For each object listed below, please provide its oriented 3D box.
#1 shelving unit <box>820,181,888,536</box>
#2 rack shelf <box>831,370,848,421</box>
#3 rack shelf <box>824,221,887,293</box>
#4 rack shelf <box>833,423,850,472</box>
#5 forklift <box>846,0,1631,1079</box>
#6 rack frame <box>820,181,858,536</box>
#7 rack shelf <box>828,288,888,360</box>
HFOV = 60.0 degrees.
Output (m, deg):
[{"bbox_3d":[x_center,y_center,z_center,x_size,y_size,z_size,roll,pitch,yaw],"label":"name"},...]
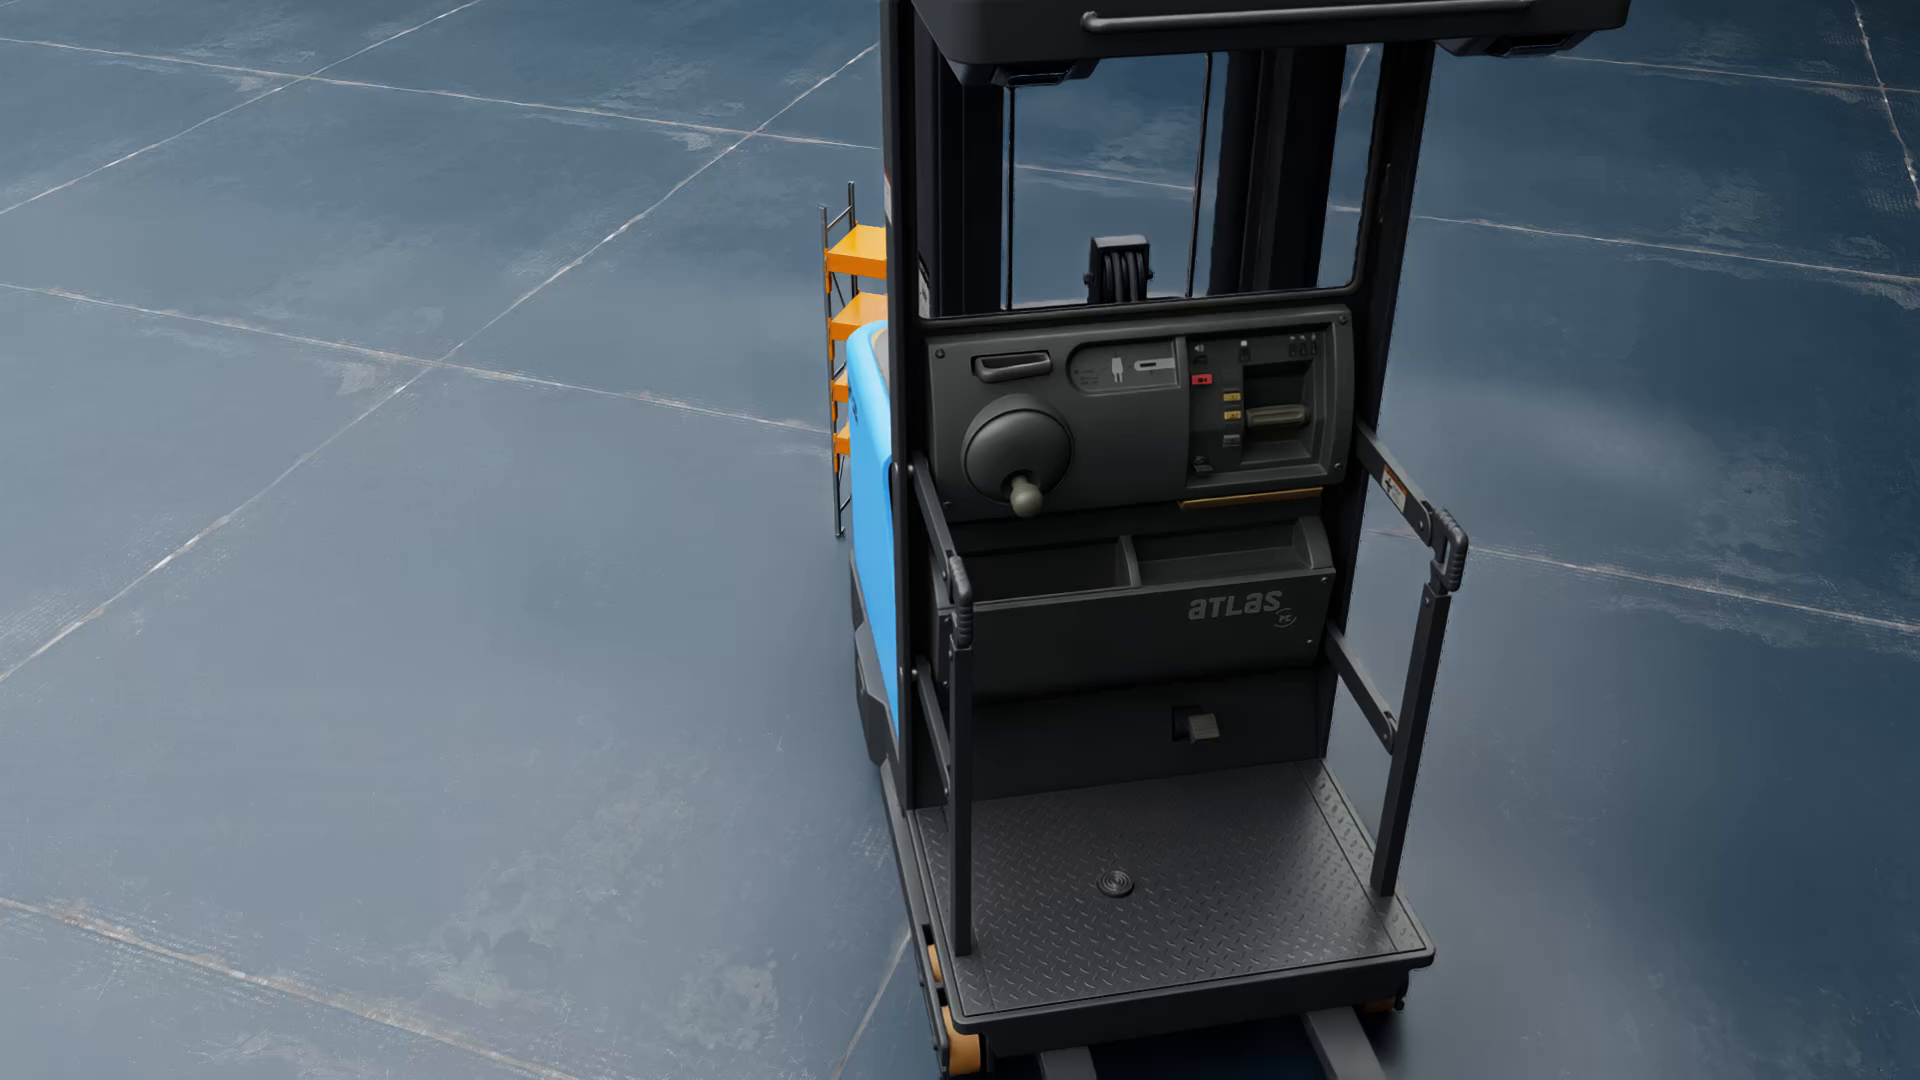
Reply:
[{"bbox_3d":[-0.156,-0.534,5.471,0.503,1.200,0.258,11,34,16],"label":"shelving unit"},{"bbox_3d":[-0.156,-0.478,5.508,0.480,0.148,0.258,11,34,16],"label":"rack shelf"},{"bbox_3d":[-0.156,-0.864,5.258,0.480,0.148,0.258,11,34,16],"label":"rack shelf"},{"bbox_3d":[-0.156,-0.311,5.616,0.480,0.148,0.258,11,34,16],"label":"rack shelf"},{"bbox_3d":[0.438,-0.216,3.382,1.130,2.935,3.031,-6,33,-9],"label":"forklift"},{"bbox_3d":[-0.386,-0.579,5.541,0.015,1.200,0.240,11,34,16],"label":"rack frame"},{"bbox_3d":[-0.156,-0.666,5.387,0.480,0.148,0.258,11,34,16],"label":"rack shelf"}]
